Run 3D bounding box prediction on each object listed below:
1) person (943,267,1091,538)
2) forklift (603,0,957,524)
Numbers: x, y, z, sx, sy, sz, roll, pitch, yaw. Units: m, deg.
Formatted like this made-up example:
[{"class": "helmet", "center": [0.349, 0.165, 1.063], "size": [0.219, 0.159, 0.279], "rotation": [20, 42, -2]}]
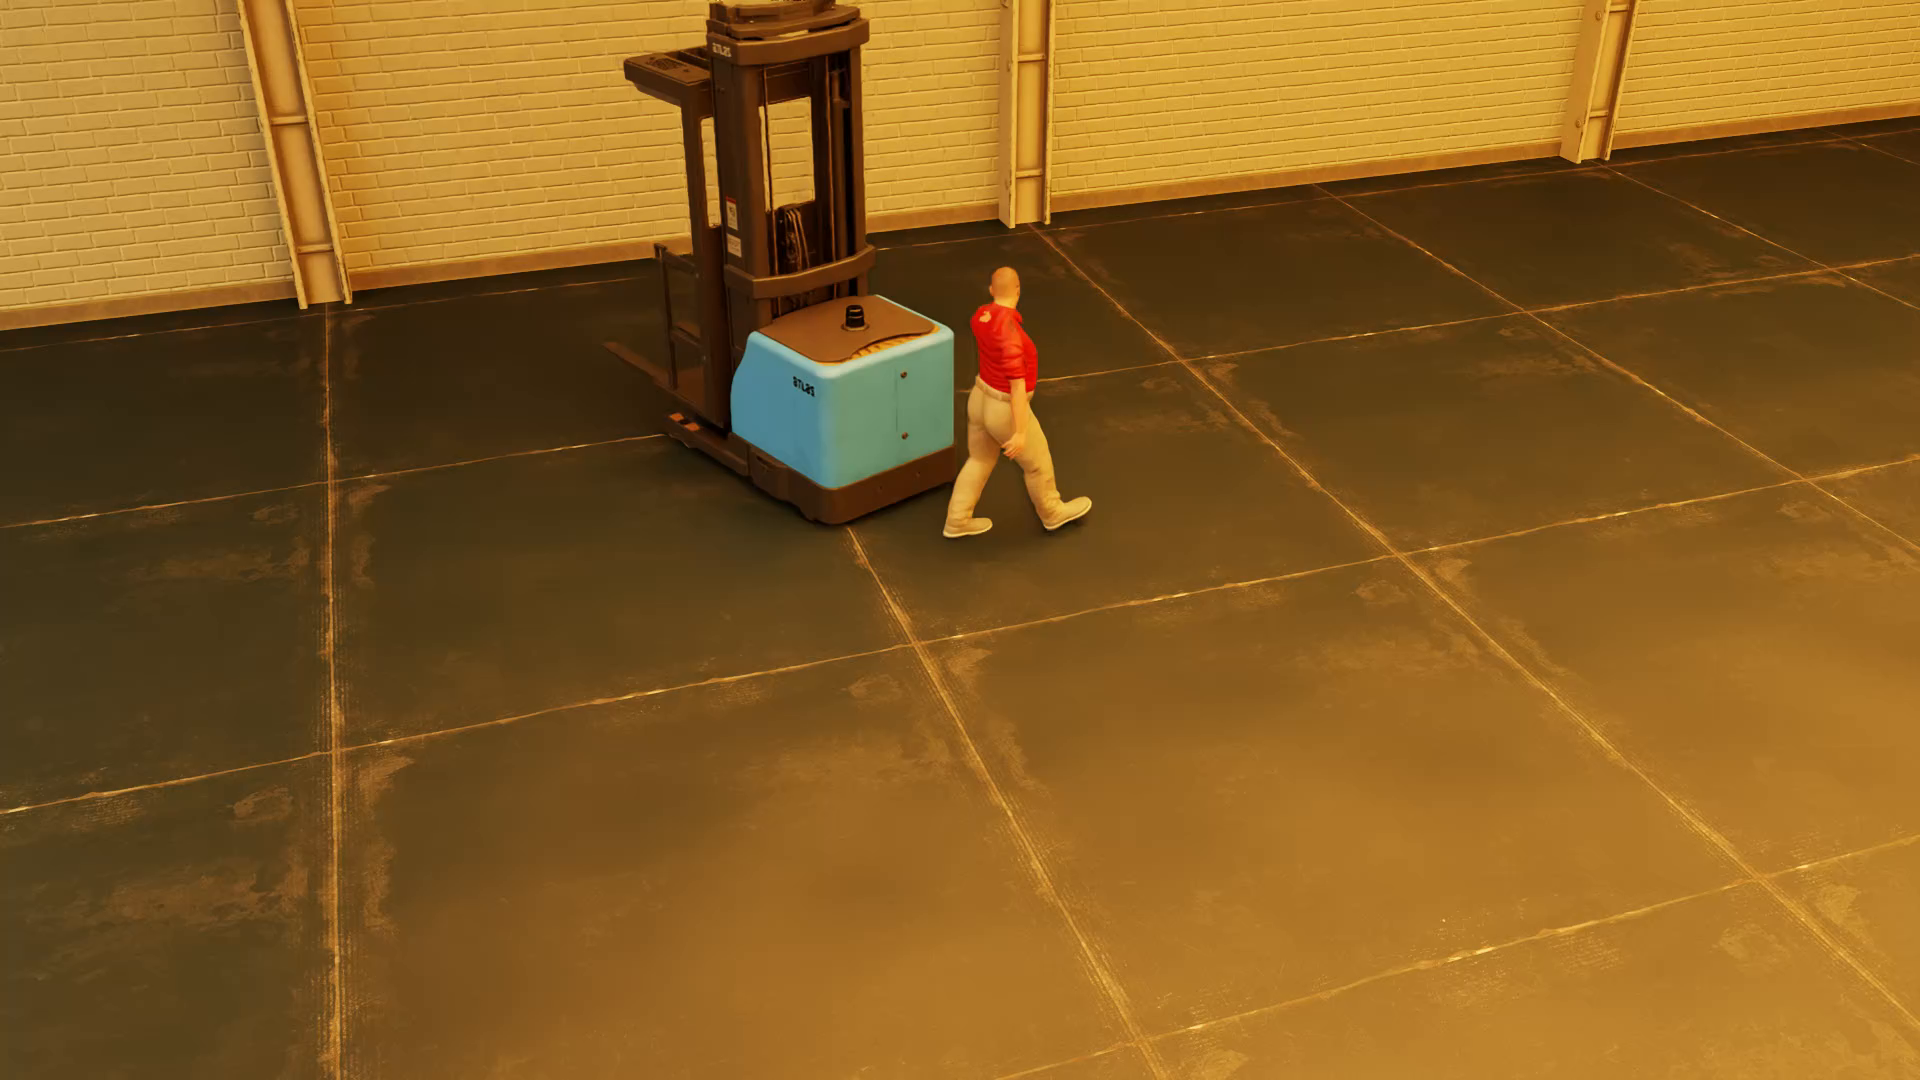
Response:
[{"class": "person", "center": [0.358, -0.786, 9.715], "size": [0.891, 1.679, 0.692], "rotation": [-16, 34, -26]}, {"class": "forklift", "center": [-1.354, -2.027, 10.609], "size": [1.130, 2.935, 3.031], "rotation": [-23, 37, -34]}]
